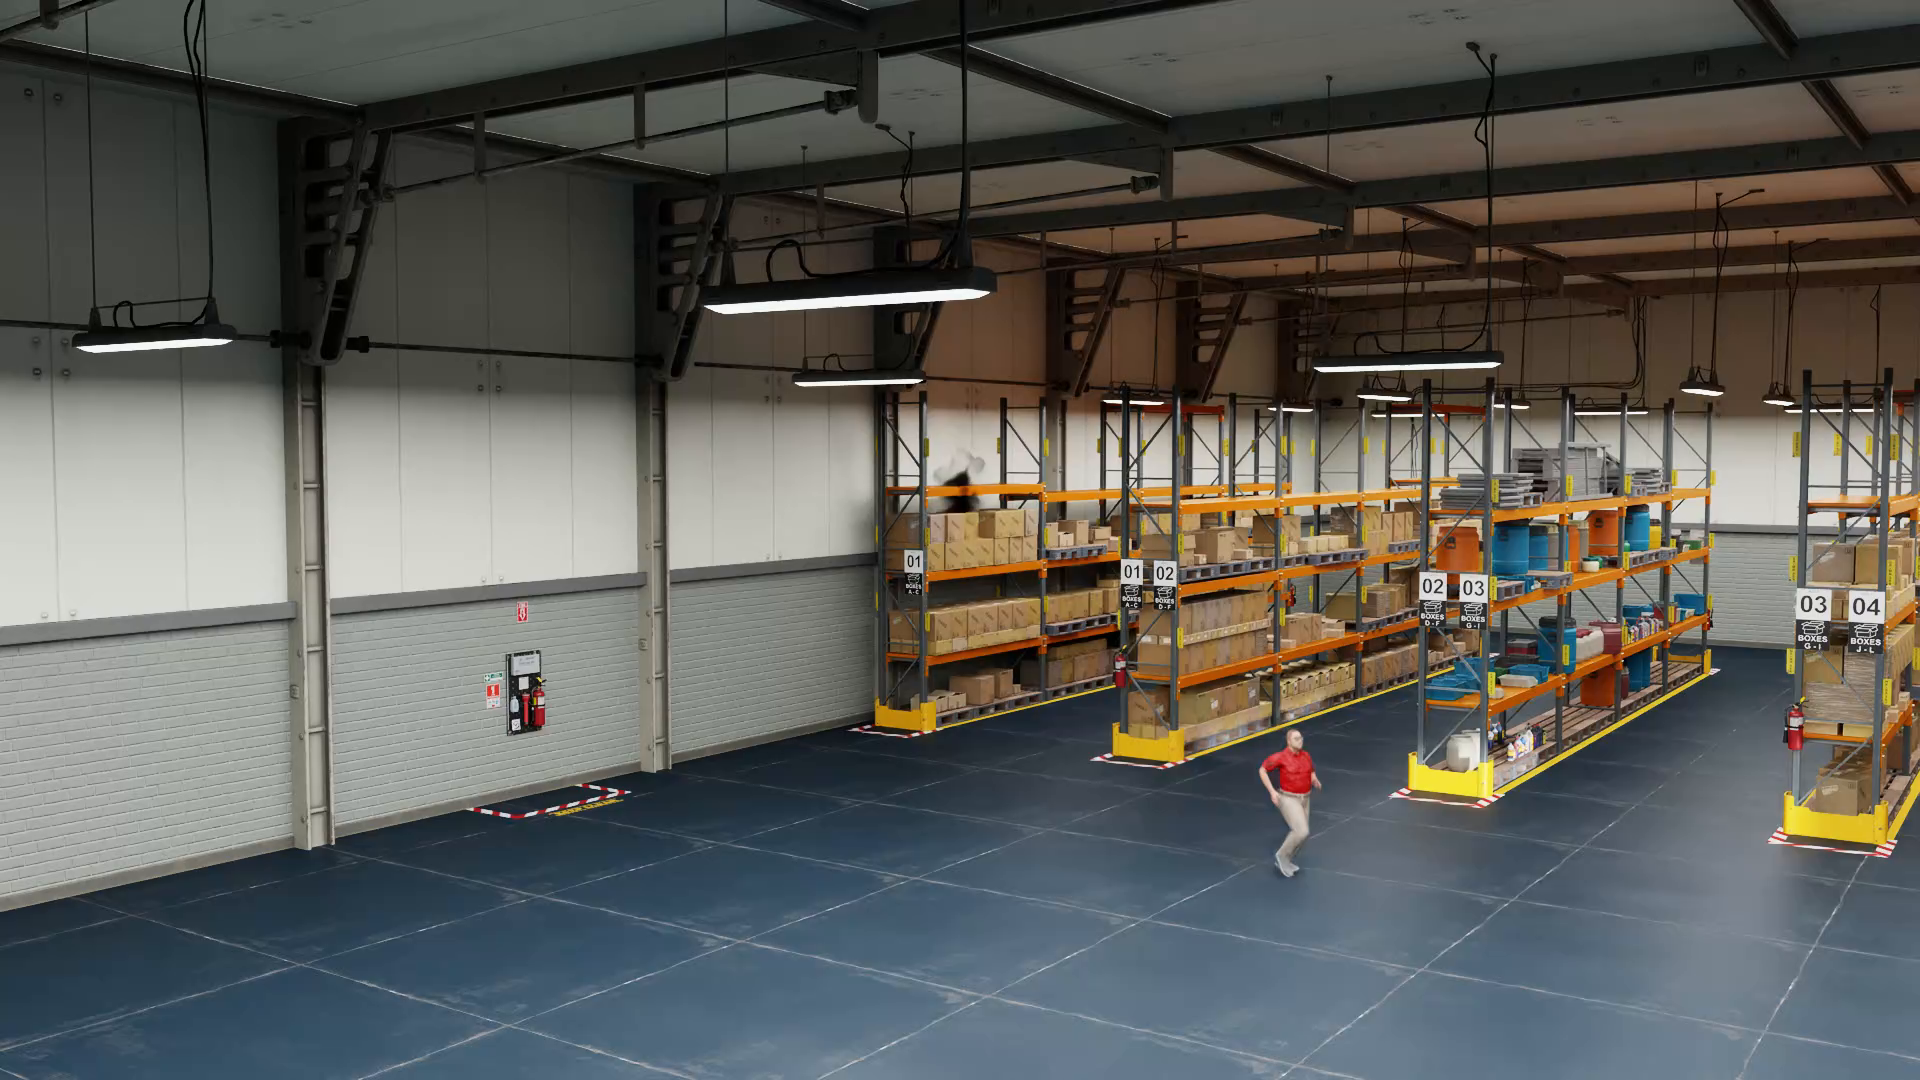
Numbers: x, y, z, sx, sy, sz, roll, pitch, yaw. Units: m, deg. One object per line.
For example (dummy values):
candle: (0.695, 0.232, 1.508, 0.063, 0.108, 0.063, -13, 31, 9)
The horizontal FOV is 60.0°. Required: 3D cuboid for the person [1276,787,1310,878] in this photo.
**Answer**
person: (3.905, 3.403, 19.428, 0.414, 1.052, 0.616, -2, 4, -36)
